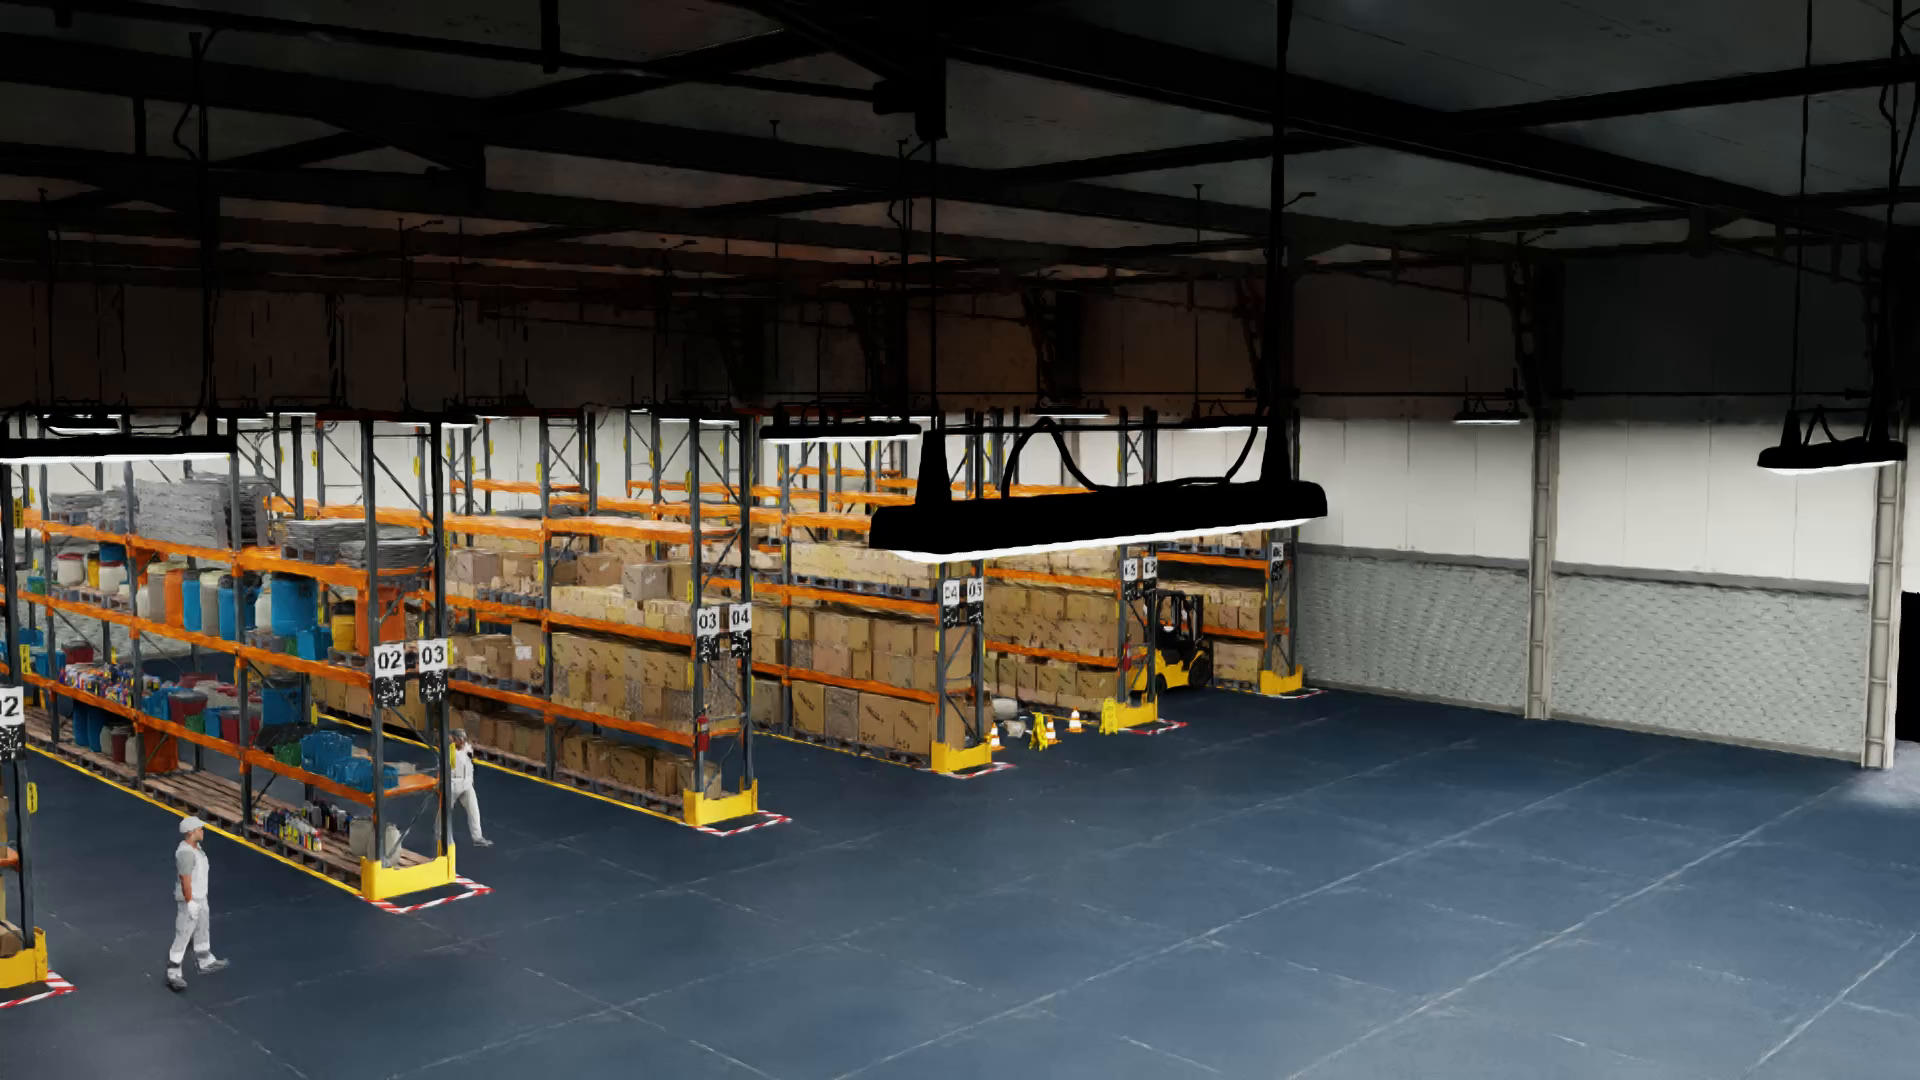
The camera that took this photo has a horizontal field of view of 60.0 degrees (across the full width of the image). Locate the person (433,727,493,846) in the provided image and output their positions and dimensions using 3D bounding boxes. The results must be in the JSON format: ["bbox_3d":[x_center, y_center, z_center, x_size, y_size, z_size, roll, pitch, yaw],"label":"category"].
[{"bbox_3d":[-7.006,3.425,23.186,0.542,1.675,1.126,-5,7,-44],"label":"person"}]

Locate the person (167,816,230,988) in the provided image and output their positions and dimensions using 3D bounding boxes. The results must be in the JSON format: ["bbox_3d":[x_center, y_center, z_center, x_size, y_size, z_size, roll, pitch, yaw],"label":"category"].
[{"bbox_3d":[-8.238,3.841,17.894,0.527,1.786,0.692,-1,5,-13],"label":"person"}]
